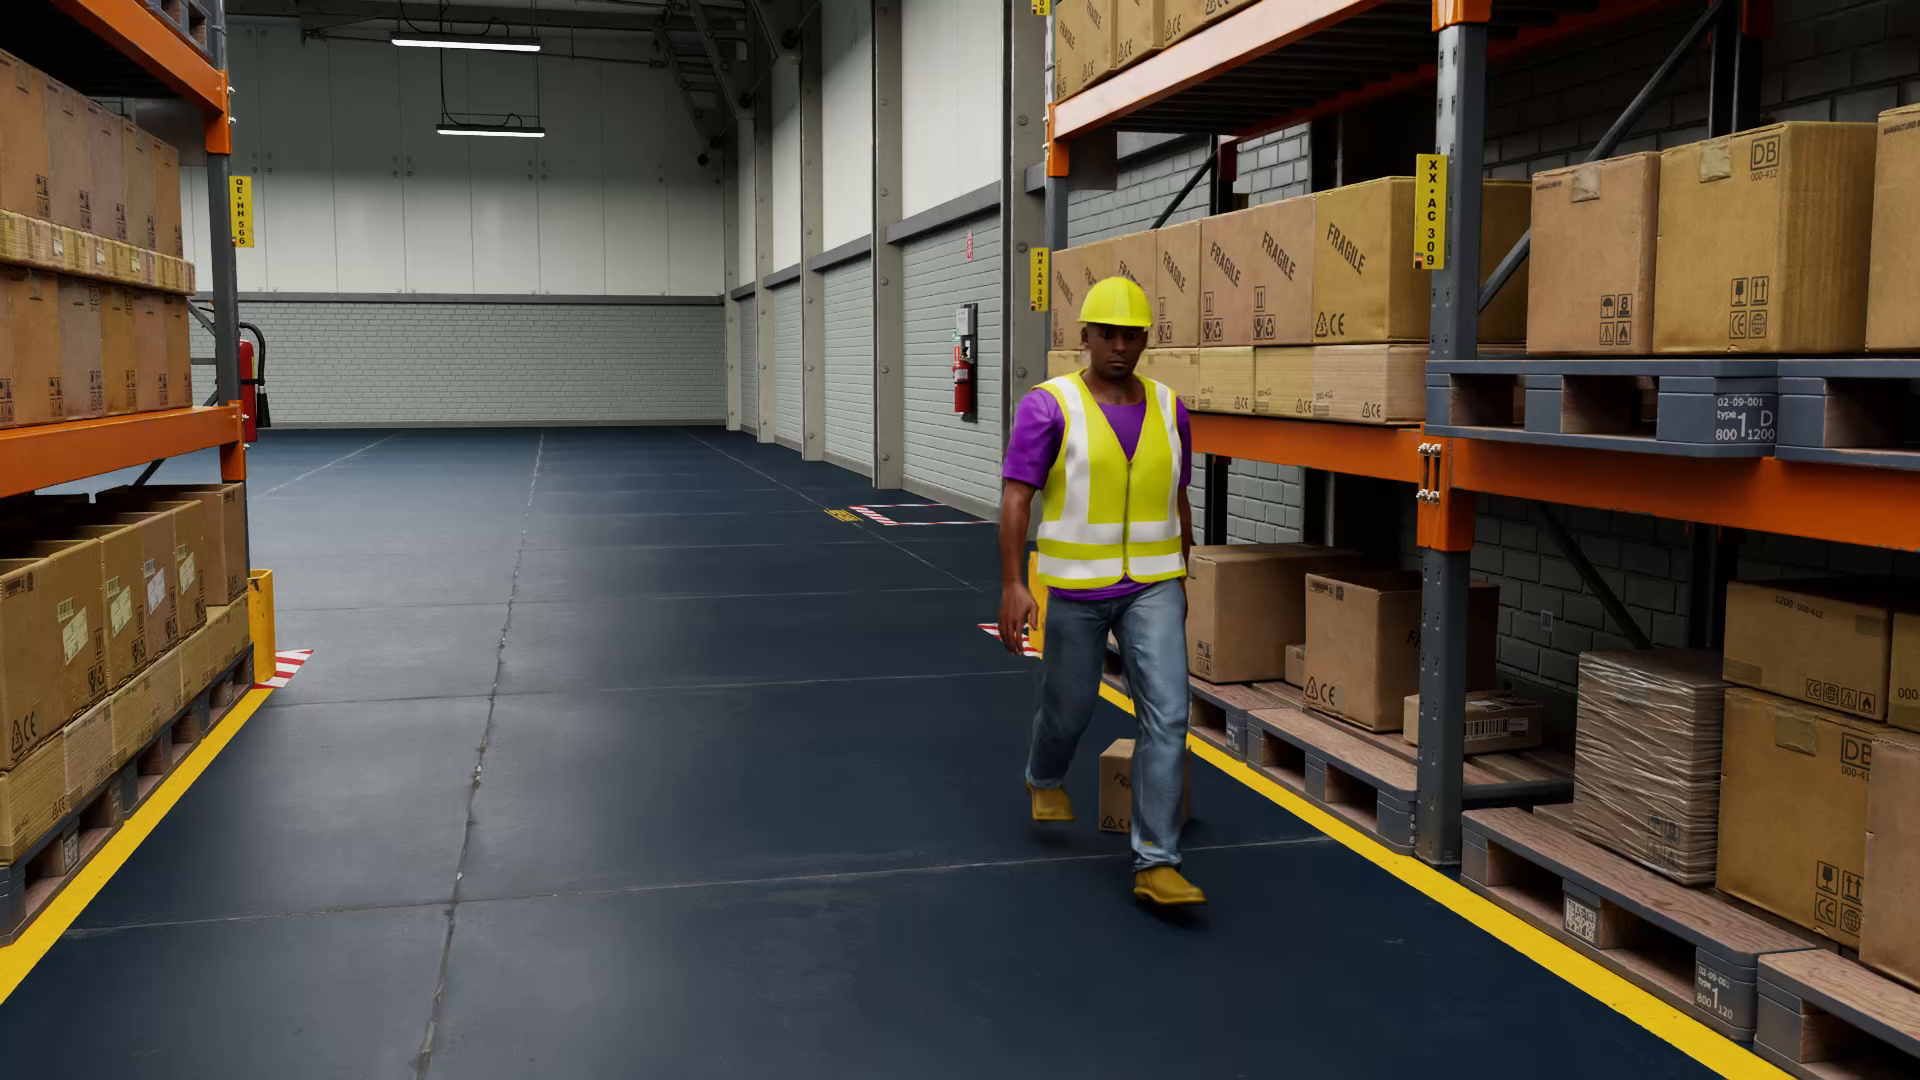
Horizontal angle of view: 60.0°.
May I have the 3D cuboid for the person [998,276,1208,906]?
[{"bbox_3d":[0.394,0.119,4.759,0.626,1.730,1.007,-1,6,-11],"label":"person"}]
